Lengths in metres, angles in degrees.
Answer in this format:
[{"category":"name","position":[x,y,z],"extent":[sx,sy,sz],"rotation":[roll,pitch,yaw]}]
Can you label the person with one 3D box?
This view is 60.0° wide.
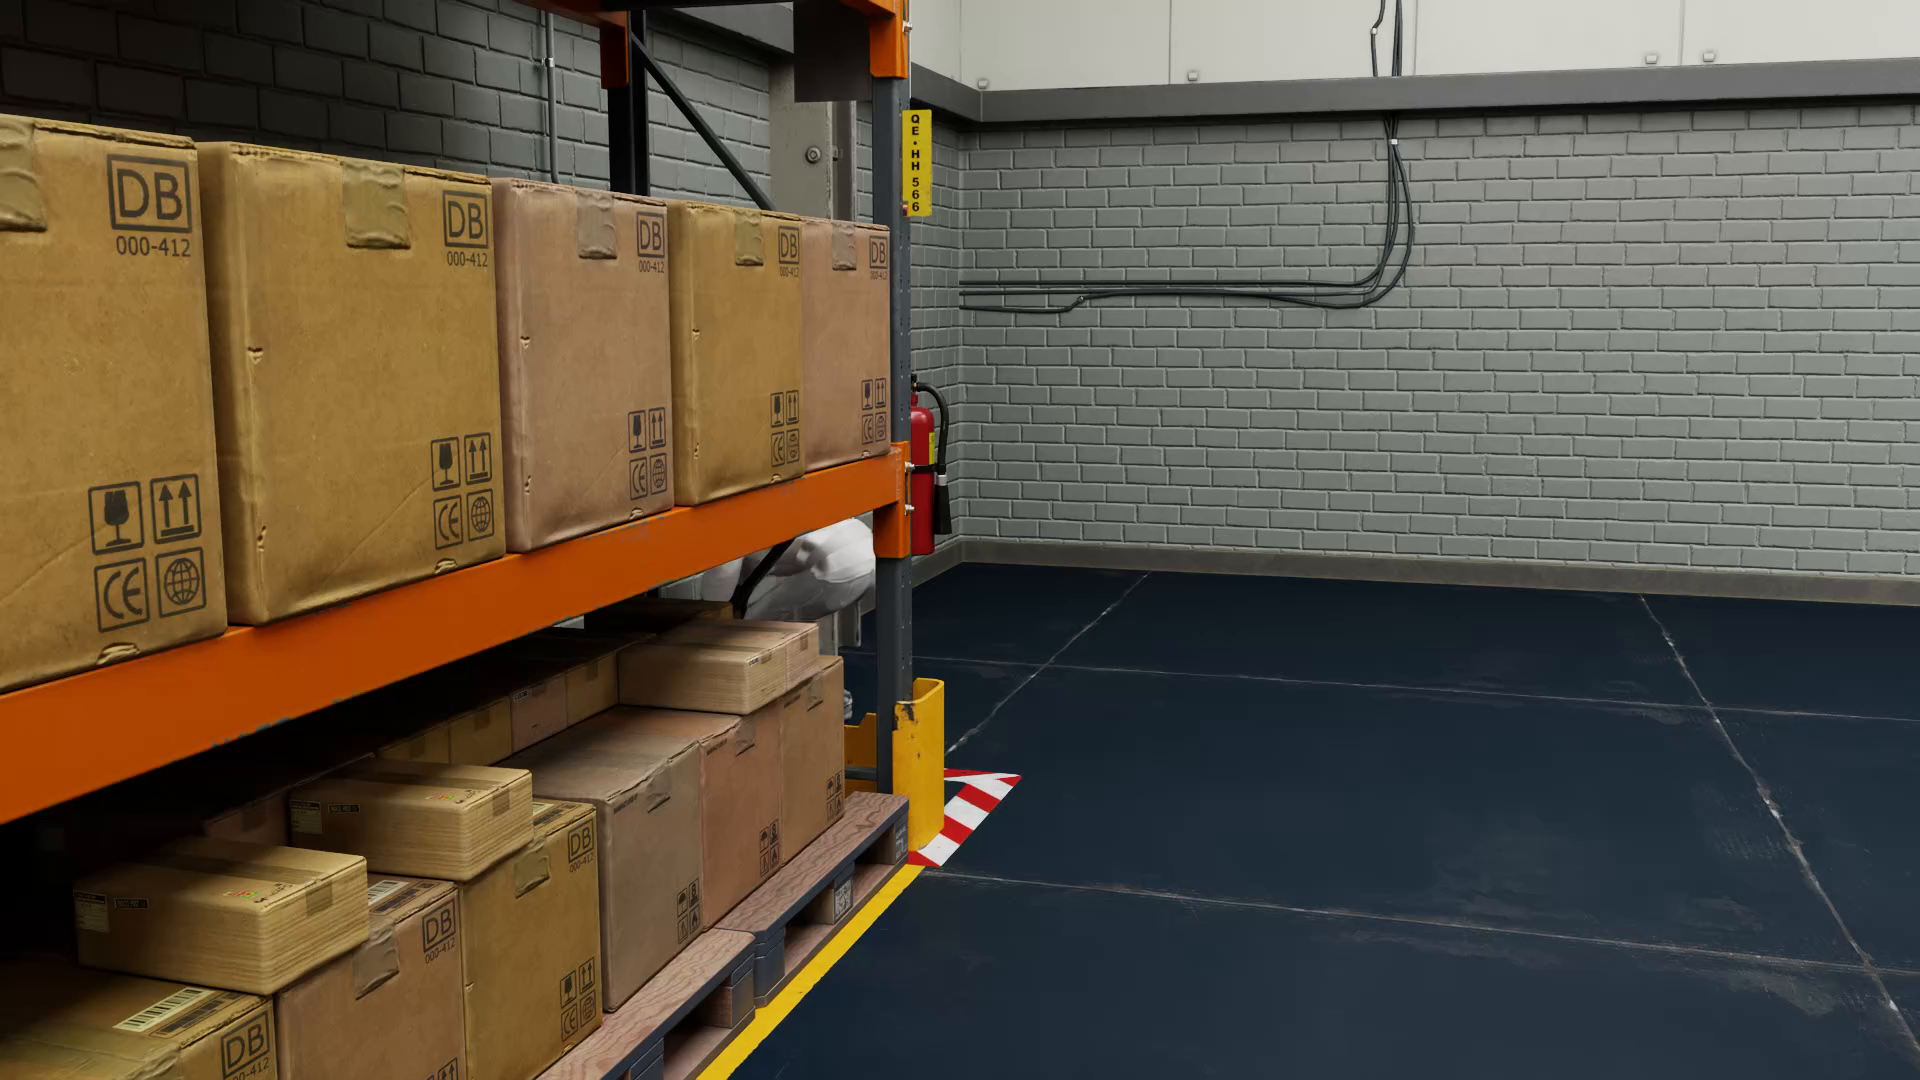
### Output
[{"category":"person","position":[-0.800,0.274,6.969],"extent":[0.959,1.017,0.525],"rotation":[2,9,14]}]
